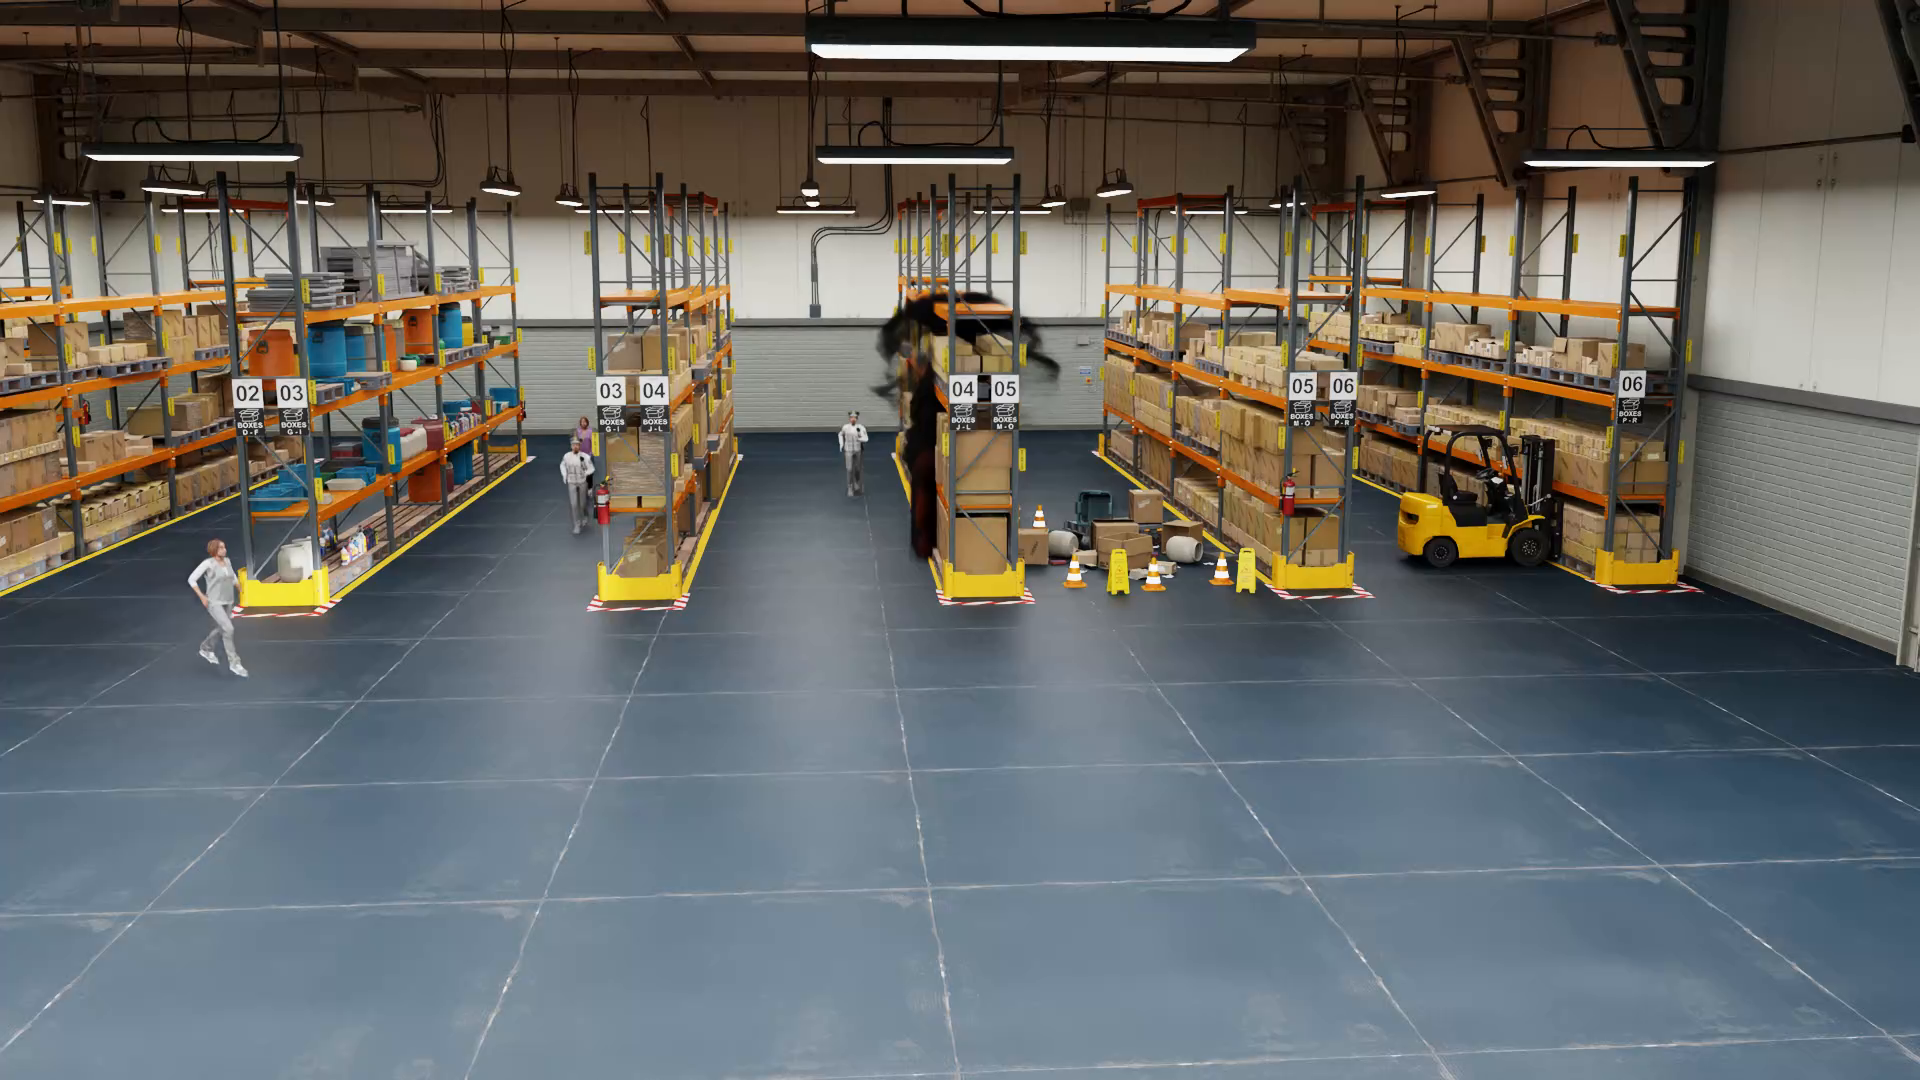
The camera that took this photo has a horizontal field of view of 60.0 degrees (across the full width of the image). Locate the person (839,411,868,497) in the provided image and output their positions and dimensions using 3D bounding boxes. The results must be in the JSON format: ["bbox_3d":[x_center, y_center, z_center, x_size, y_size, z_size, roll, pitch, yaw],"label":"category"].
[{"bbox_3d":[-2.162,-1.784,33.806,0.604,1.704,0.907,-1,10,-4],"label":"person"}]

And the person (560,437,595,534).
[{"bbox_3d":[-6.790,-0.998,29.516,0.620,1.701,0.774,-1,10,-5],"label":"person"}]

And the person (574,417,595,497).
[{"bbox_3d":[-7.568,-1.681,33.633,0.514,1.631,0.653,-1,10,-8],"label":"person"}]

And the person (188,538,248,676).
[{"bbox_3d":[-8.785,0.776,19.702,0.790,1.615,0.552,3,11,19],"label":"person"}]
